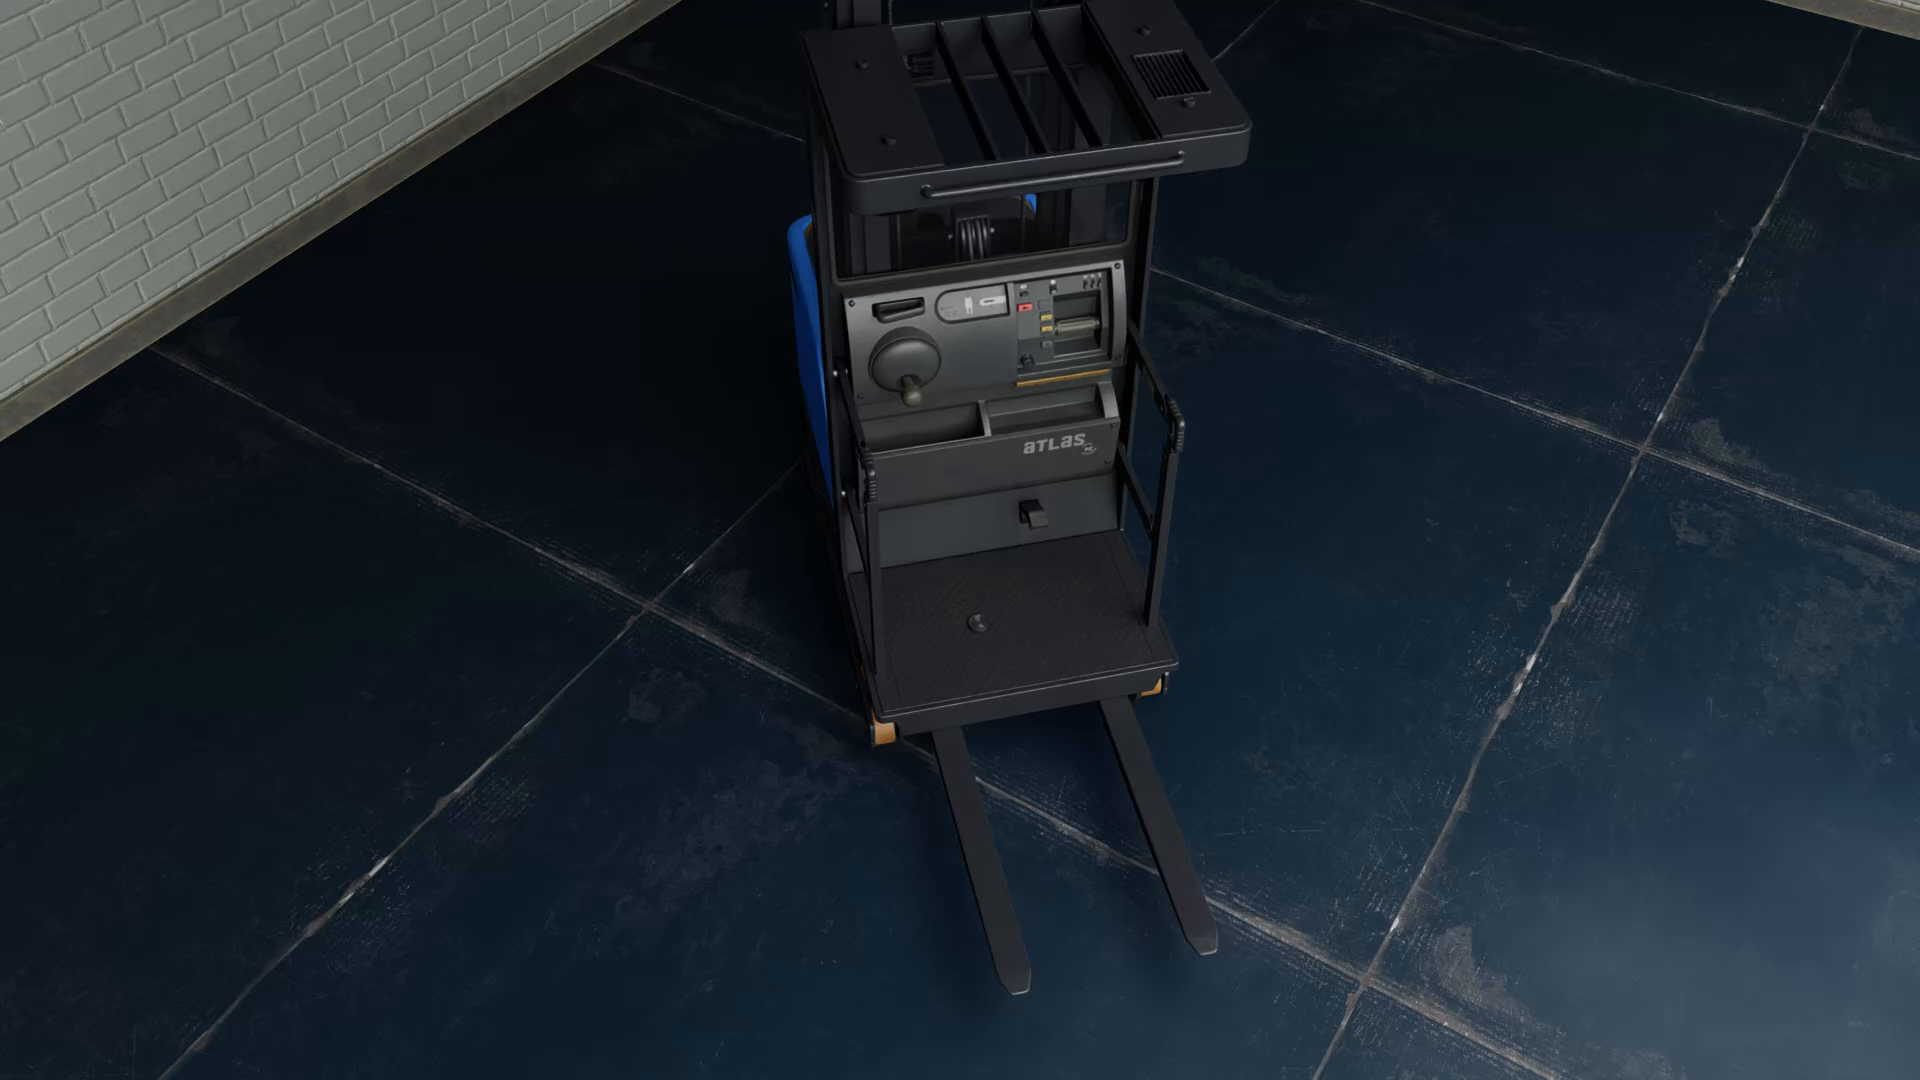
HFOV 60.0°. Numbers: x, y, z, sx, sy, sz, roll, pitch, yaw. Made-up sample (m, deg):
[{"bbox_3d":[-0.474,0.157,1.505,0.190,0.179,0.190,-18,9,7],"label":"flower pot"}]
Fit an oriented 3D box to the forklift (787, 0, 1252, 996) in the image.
[{"bbox_3d":[0.140,-0.585,5.275,1.130,2.935,3.031,-9,47,-9],"label":"forklift"}]
